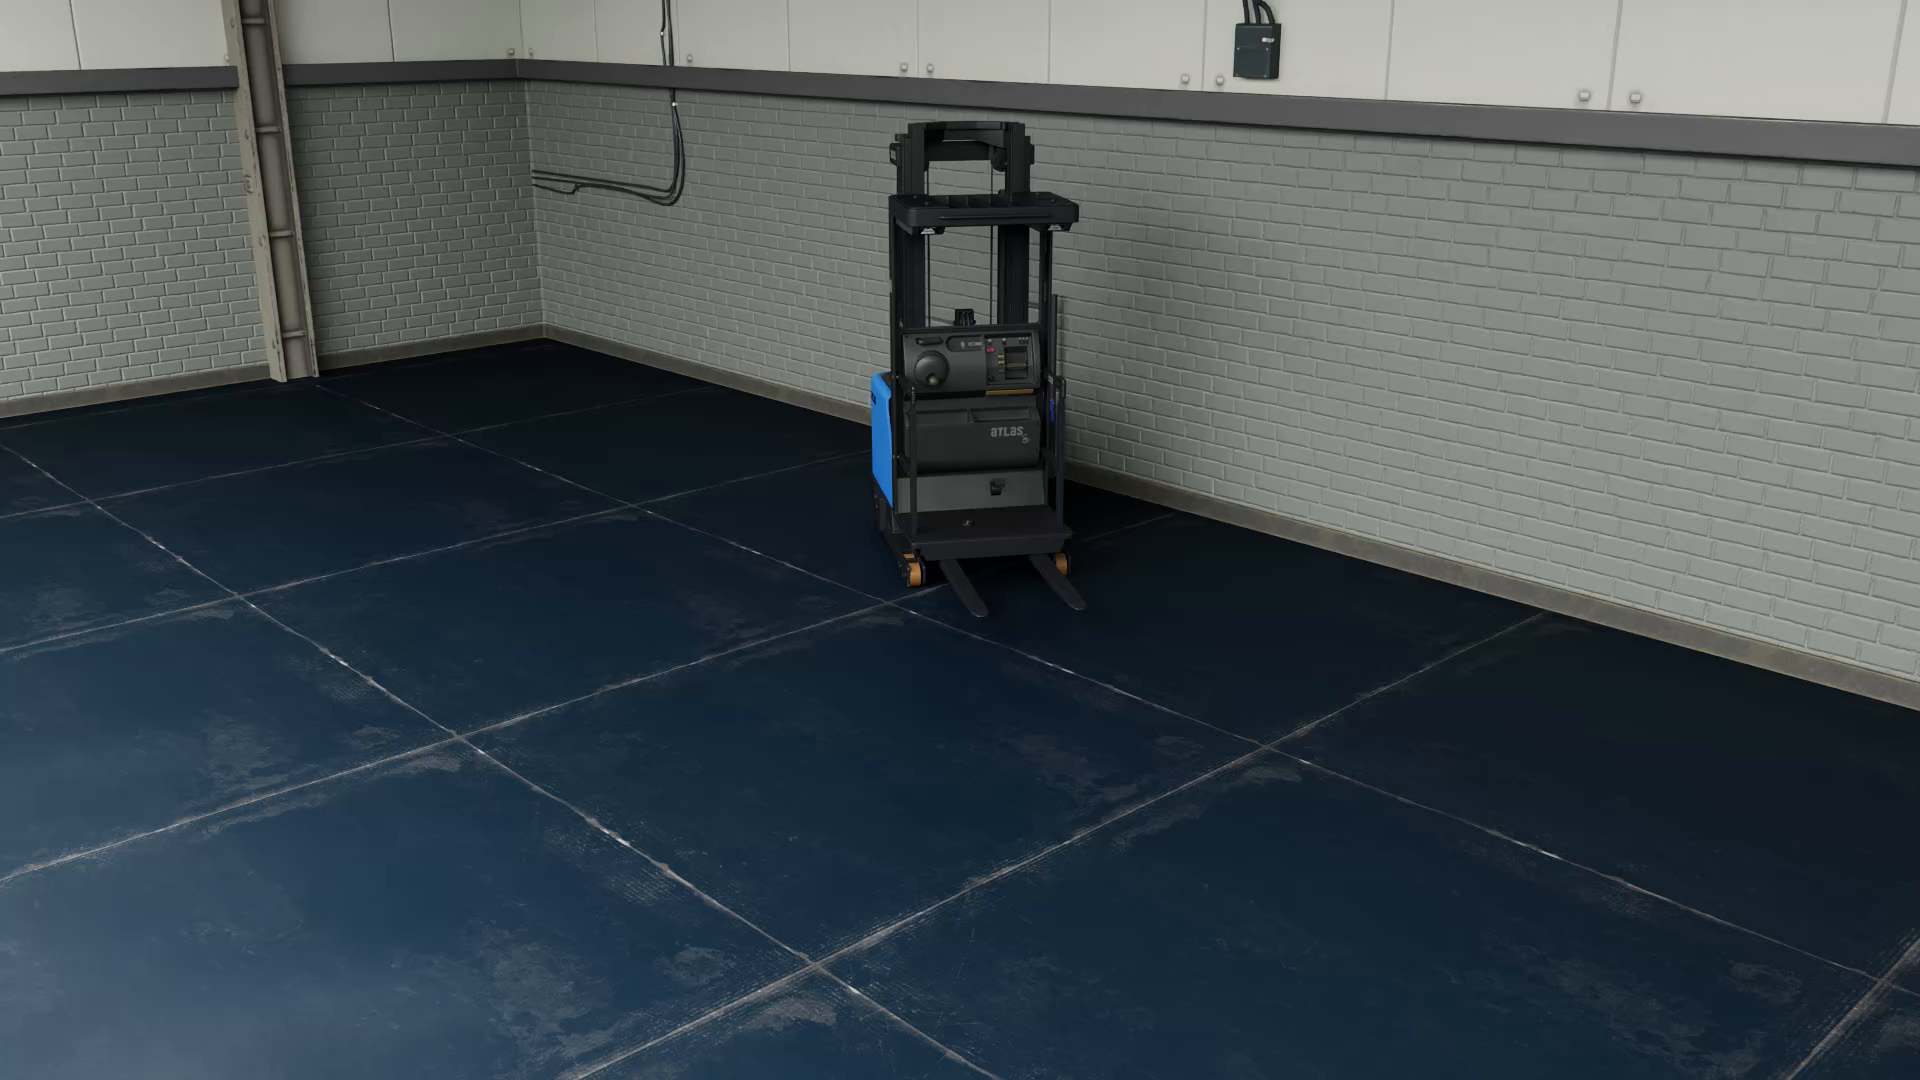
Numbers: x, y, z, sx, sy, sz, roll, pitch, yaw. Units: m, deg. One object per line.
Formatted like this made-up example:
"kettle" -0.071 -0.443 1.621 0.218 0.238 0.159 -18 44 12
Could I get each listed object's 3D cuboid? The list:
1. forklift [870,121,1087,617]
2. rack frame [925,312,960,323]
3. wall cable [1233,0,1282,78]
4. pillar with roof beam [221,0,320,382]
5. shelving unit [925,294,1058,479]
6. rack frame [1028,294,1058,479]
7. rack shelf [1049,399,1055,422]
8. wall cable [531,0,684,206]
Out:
"forklift" 0.125 -1.206 10.953 1.130 2.935 3.031 -4 18 -11
"rack frame" -0.167 -1.063 12.833 0.032 1.500 0.500 -15 24 -39
"wall cable" 2.689 -5.779 9.704 0.169 6.003 2.305 -16 24 -41
"pillar with roof beam" -3.913 -4.999 12.813 0.400 9.000 9.100 -16 24 -41
"shelving unit" 0.212 -1.168 13.156 1.048 1.500 0.538 -15 24 -39
"rack frame" 0.590 -1.273 13.479 0.032 1.500 0.500 -15 24 -39
"rack shelf" 0.212 -0.997 13.211 1.000 0.185 0.538 -15 24 -39
"wall cable" -3.821 -4.815 17.279 0.112 2.526 3.097 -16 24 -41
